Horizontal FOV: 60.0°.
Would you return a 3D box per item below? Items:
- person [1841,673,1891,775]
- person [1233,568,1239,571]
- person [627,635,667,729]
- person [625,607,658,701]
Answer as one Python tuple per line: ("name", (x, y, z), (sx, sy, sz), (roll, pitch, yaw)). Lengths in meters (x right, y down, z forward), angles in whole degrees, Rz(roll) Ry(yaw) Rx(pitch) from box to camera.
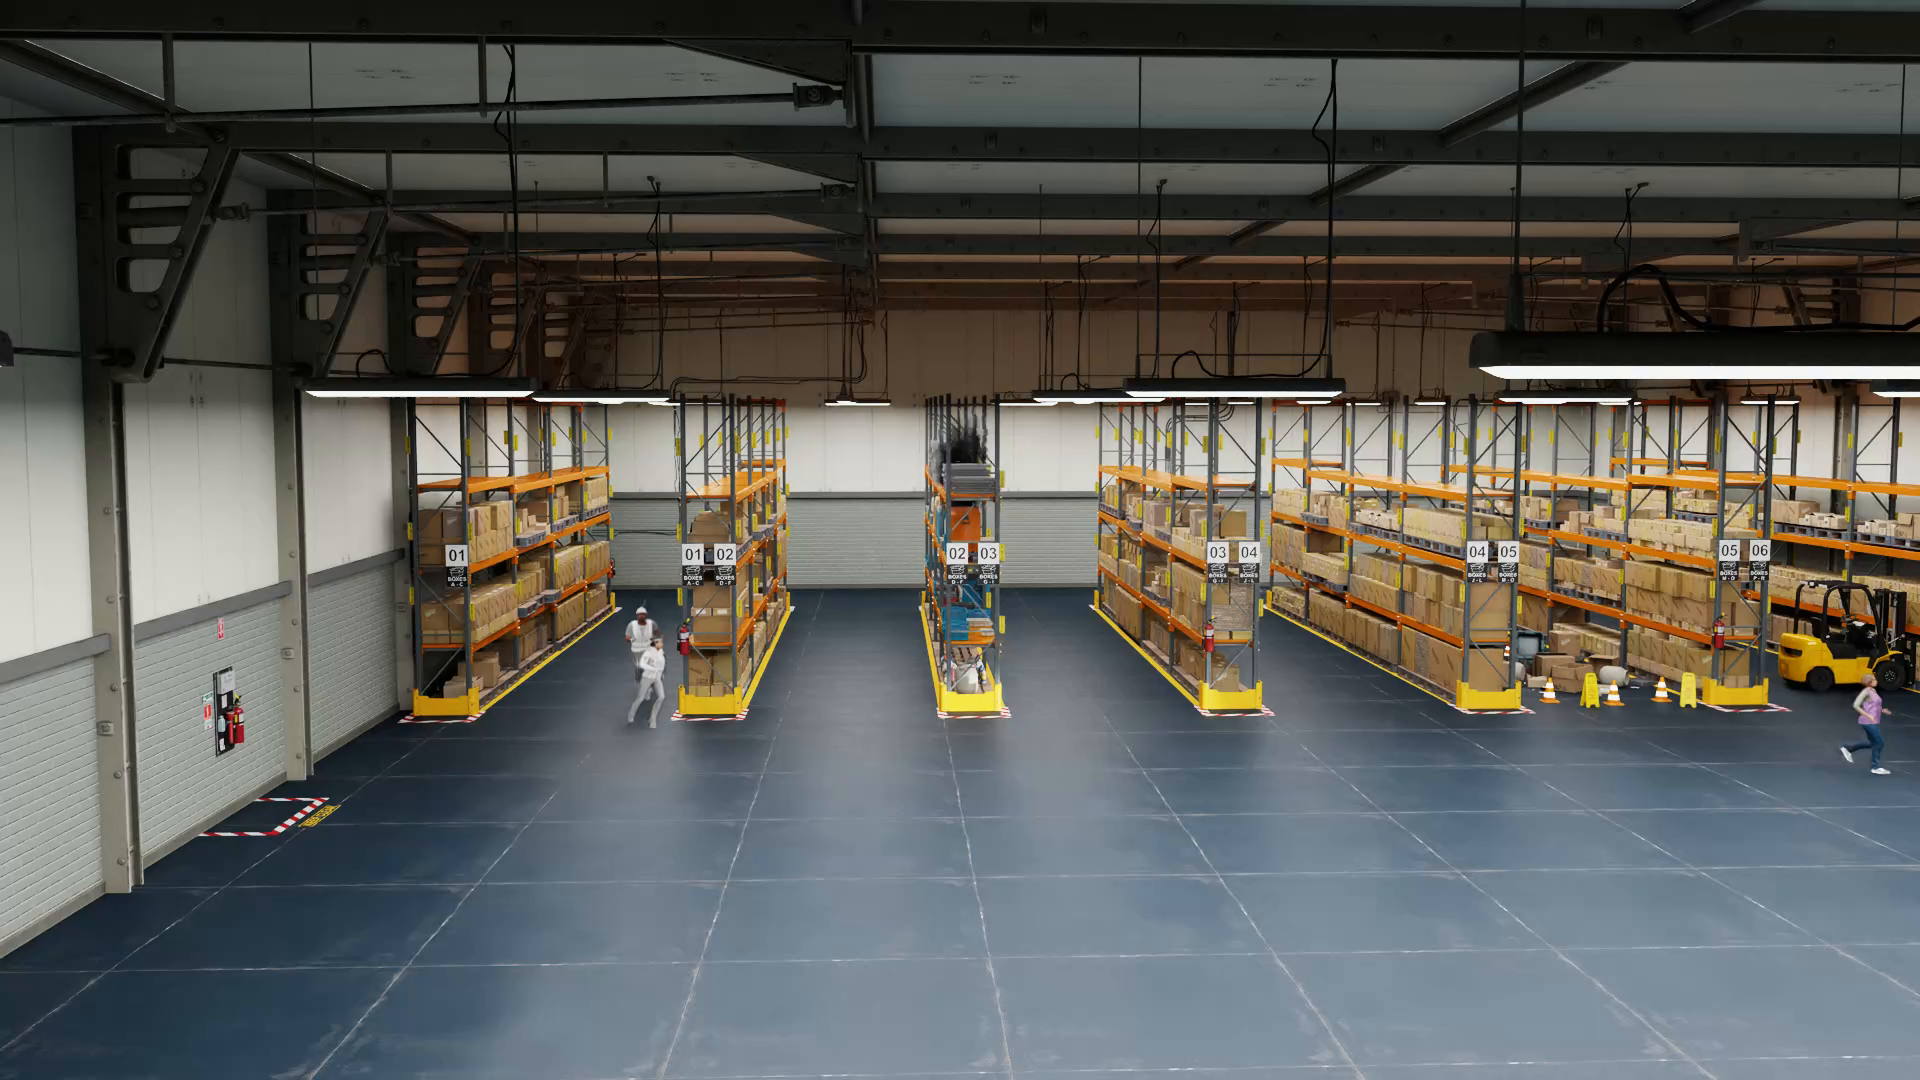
("person", (14.258, 2.875, 26.157), (0.743, 1.561, 0.546), (4, 6, 44))
("person", (7.704, 1.236, 45.925), (0.744, 1.739, 0.690), (1, 5, 6))
("person", (-5.603, 2.547, 30.134), (0.764, 1.667, 0.734), (4, 6, 42))
("person", (-6.303, 2.214, 32.939), (0.634, 1.800, 0.939), (-1, 5, -10))
